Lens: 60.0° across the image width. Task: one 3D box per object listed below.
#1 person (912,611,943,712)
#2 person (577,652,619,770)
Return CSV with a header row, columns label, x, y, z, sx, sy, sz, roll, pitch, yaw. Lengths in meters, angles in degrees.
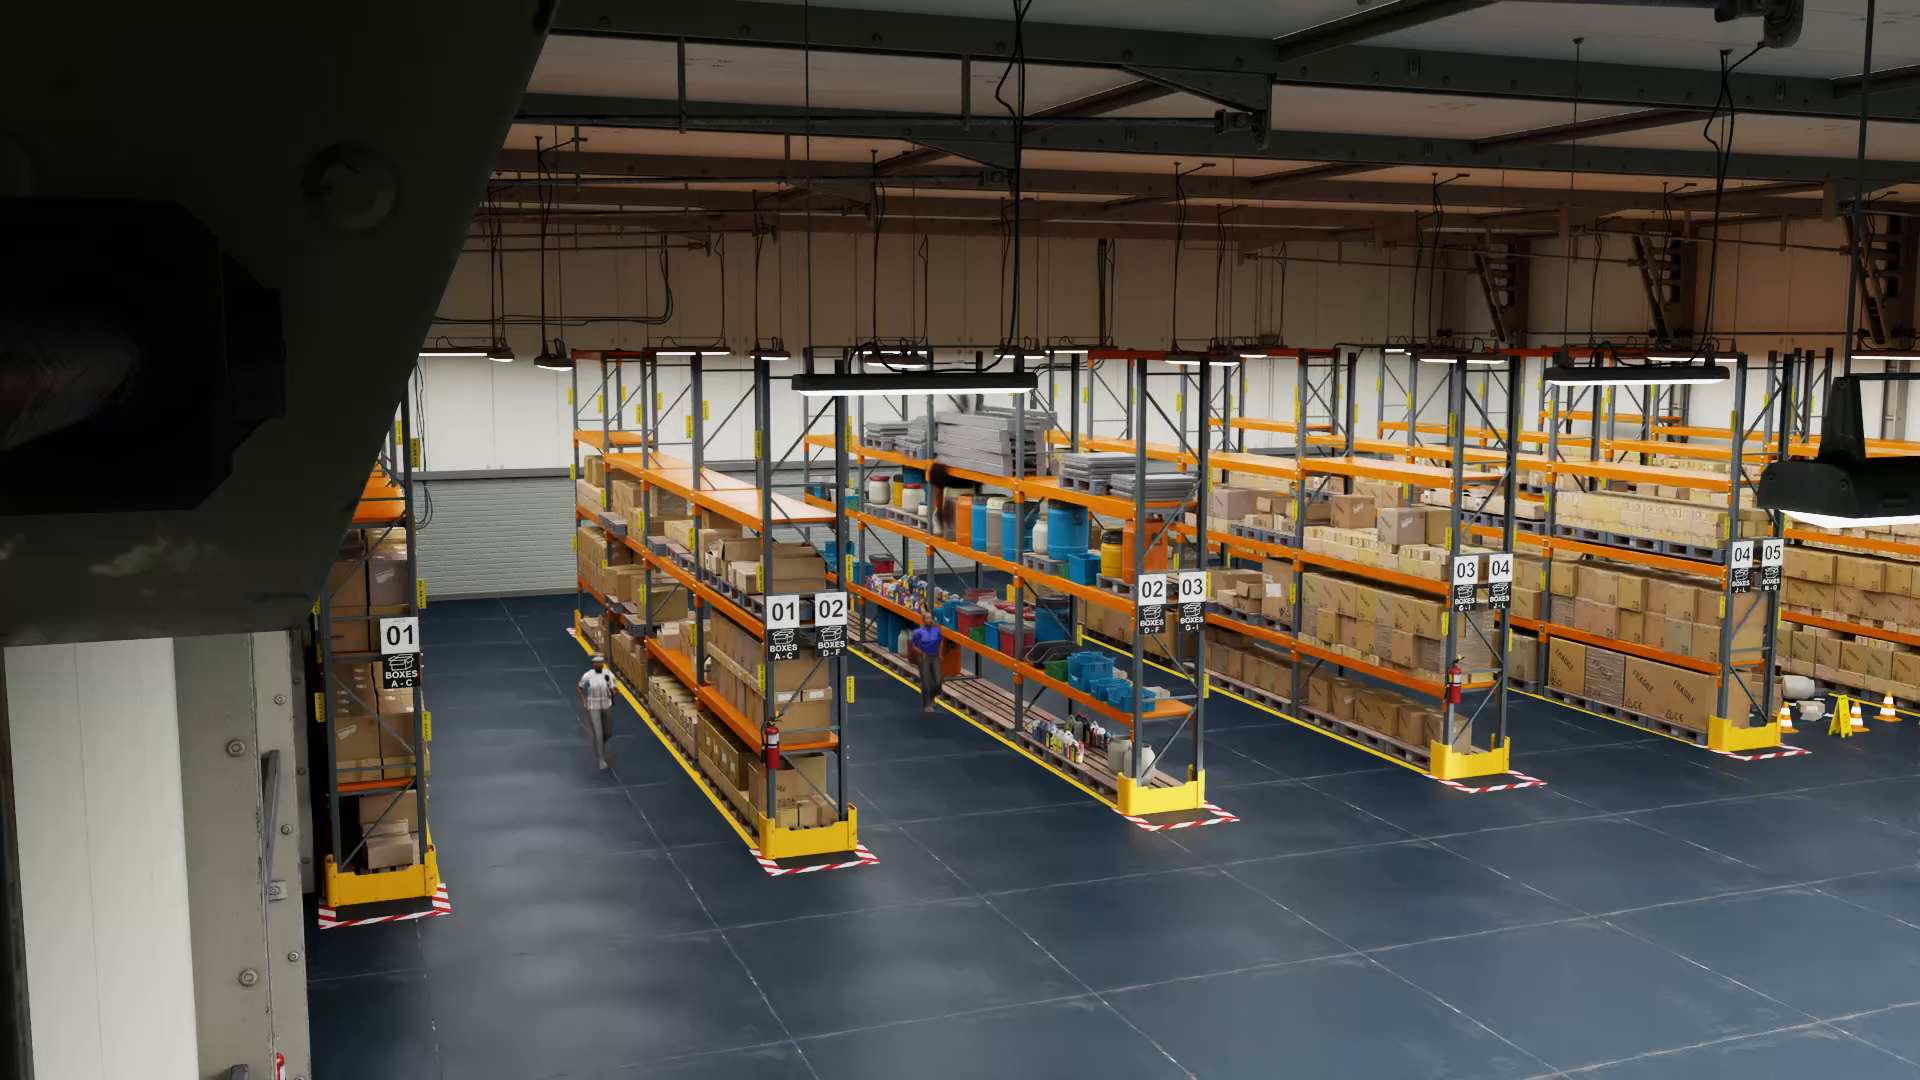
label,x,y,z,sx,sy,sz,roll,pitch,yaw
person,-0.479,1.952,26.485,0.550,1.634,0.513,-3,8,-19
person,-5.295,2.464,24.417,0.587,1.671,0.852,-3,8,-24
